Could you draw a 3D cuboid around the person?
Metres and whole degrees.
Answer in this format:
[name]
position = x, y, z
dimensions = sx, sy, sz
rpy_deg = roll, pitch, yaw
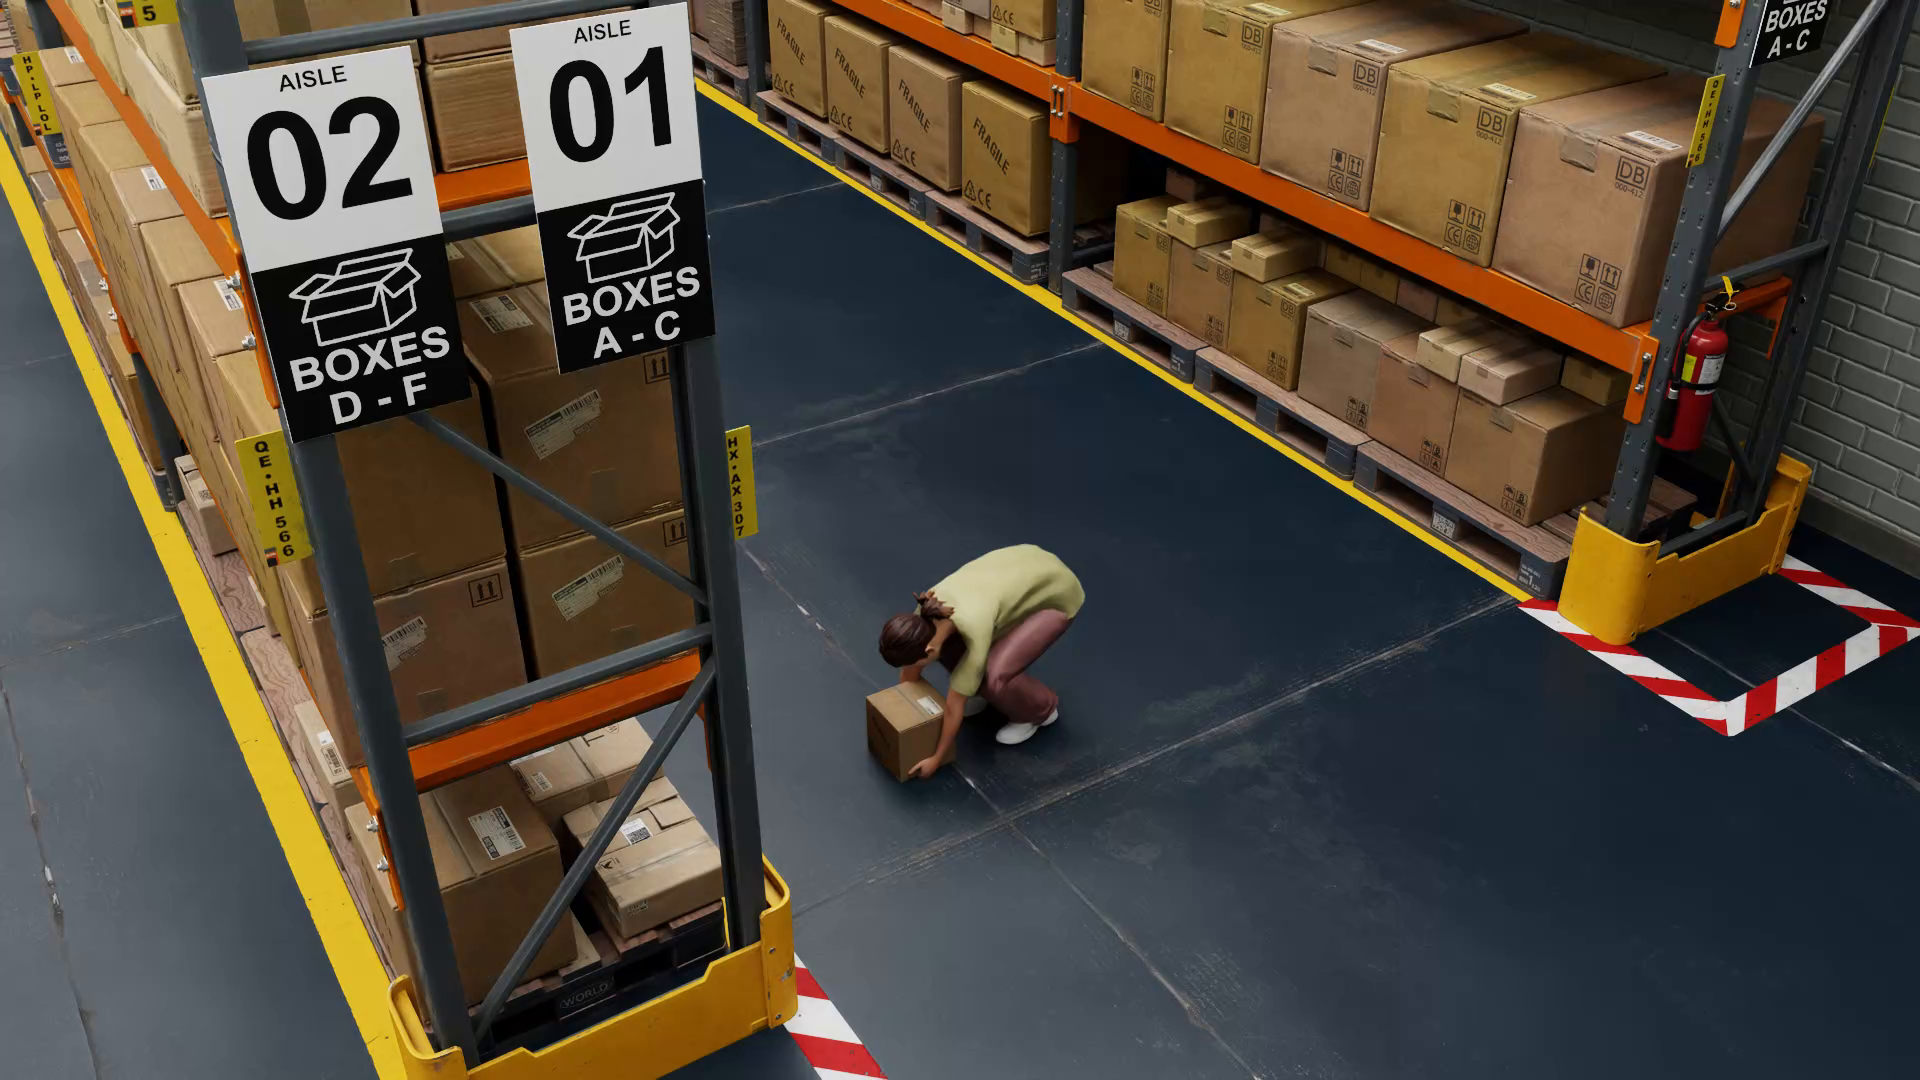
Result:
[person]
position = 0.074, 0.436, 6.341
dimensions = 0.867, 0.754, 0.455
rpy_deg = -20, 38, -28
